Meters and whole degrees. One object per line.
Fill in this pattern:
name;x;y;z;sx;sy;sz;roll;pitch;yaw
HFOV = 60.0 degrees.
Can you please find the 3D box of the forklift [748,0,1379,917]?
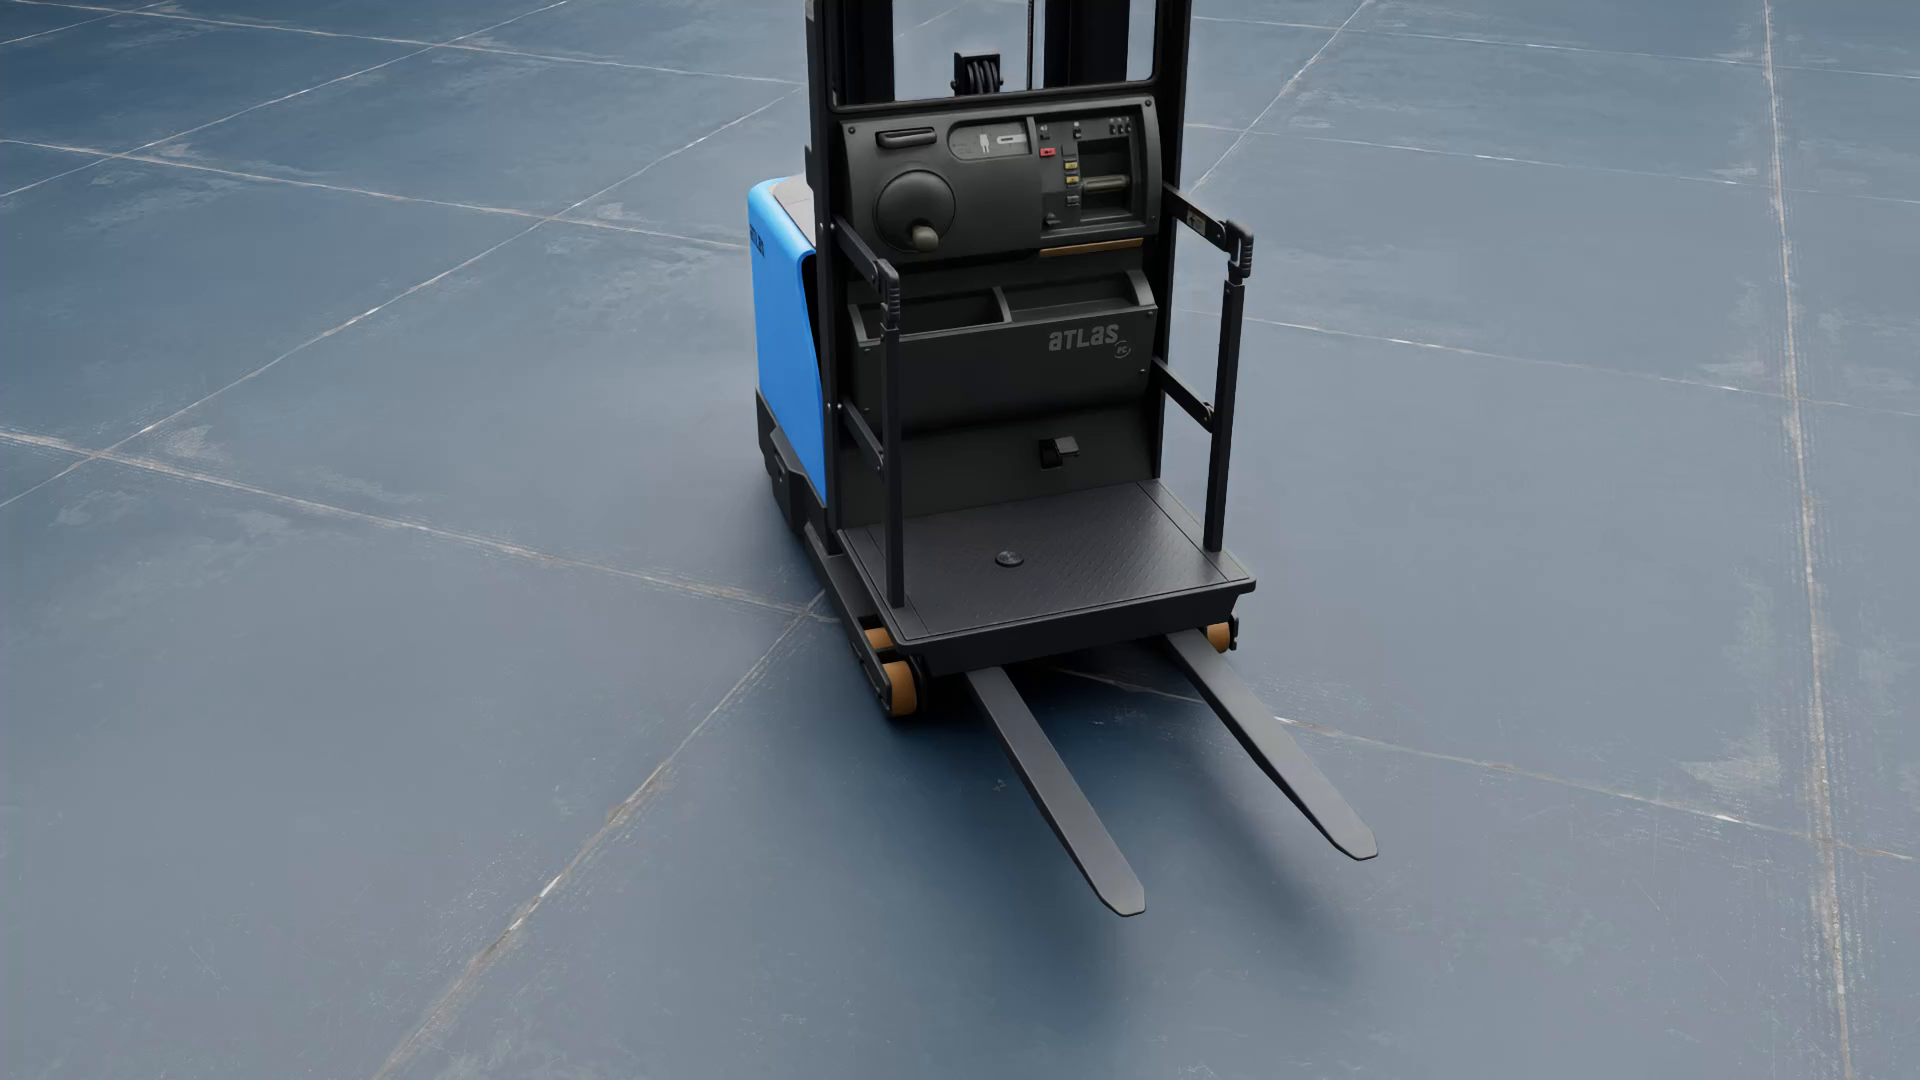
forklift;0.200;-0.984;4.512;1.130;2.935;3.031;-9;31;-16
